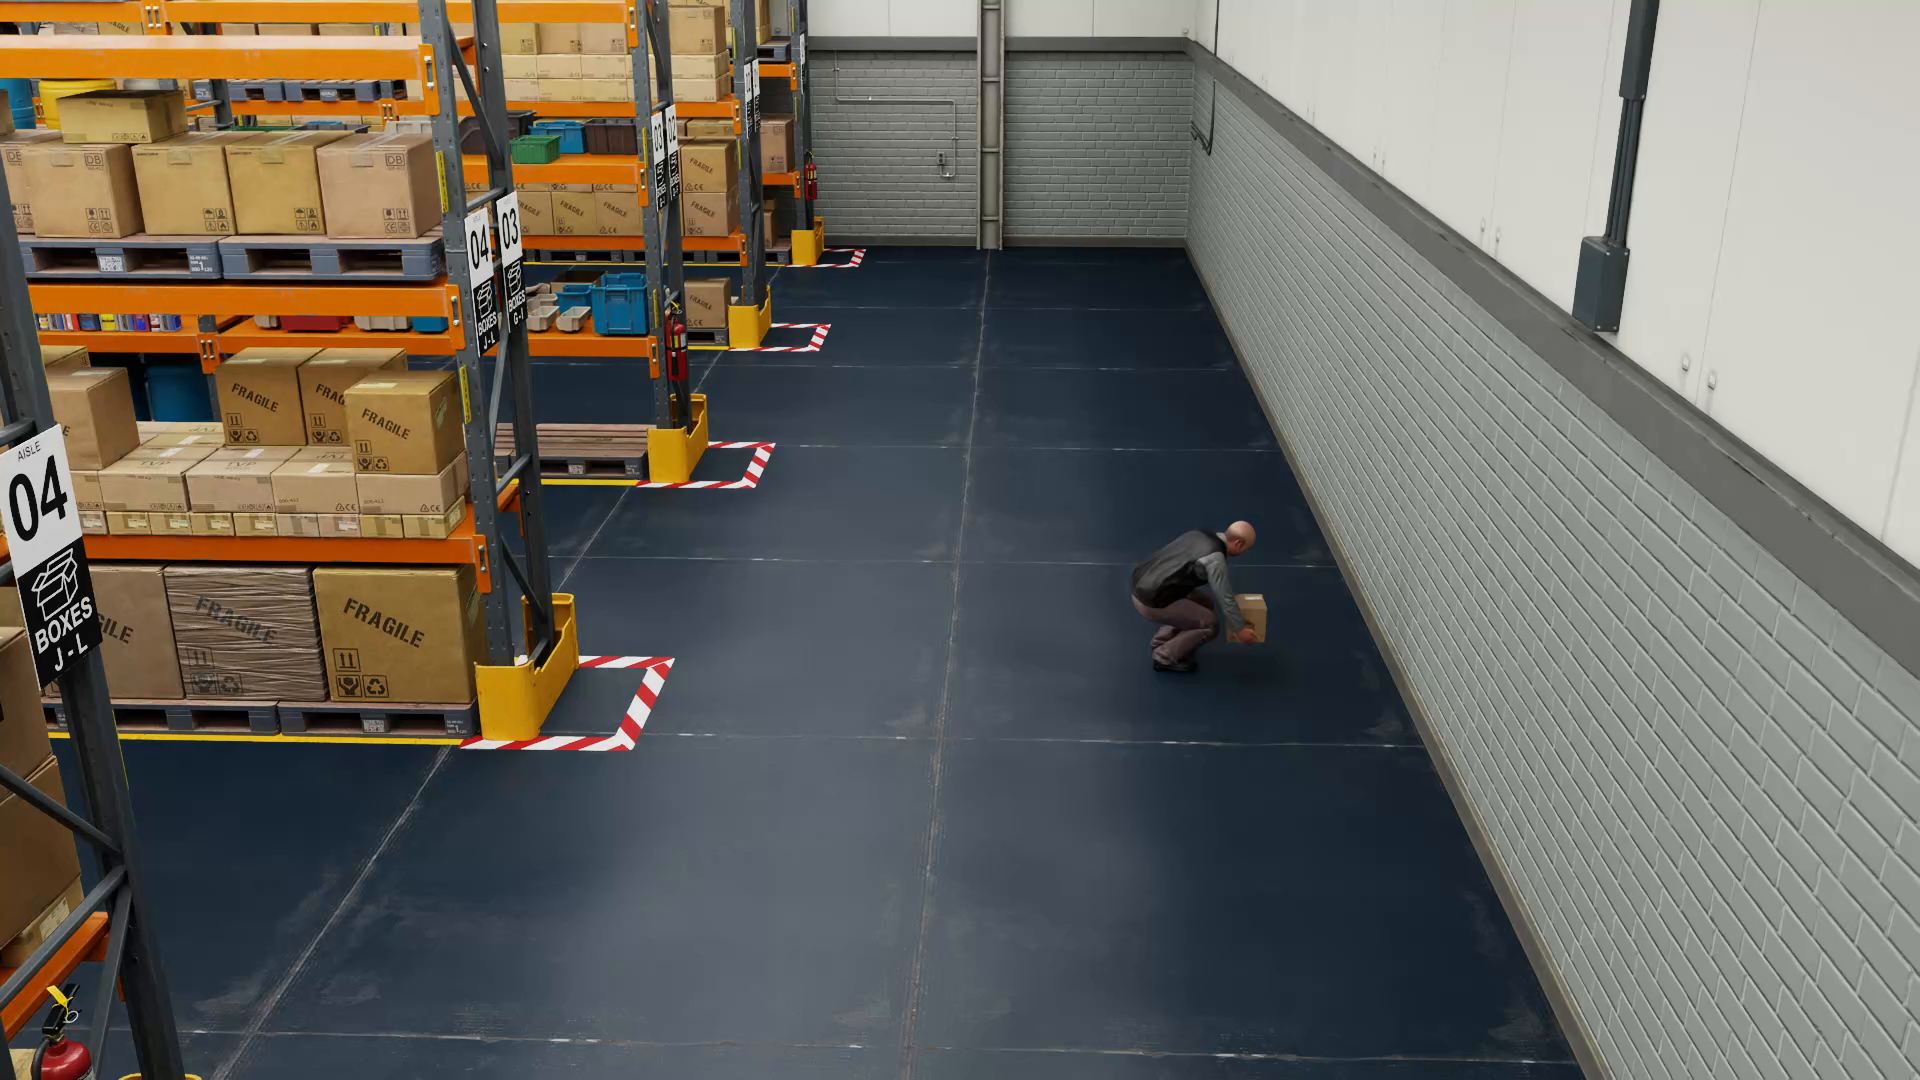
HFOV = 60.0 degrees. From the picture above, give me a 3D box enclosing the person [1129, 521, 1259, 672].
[{"bbox_3d":[1.573,0.354,11.213,0.864,0.996,0.543,1,21,2],"label":"person"}]
